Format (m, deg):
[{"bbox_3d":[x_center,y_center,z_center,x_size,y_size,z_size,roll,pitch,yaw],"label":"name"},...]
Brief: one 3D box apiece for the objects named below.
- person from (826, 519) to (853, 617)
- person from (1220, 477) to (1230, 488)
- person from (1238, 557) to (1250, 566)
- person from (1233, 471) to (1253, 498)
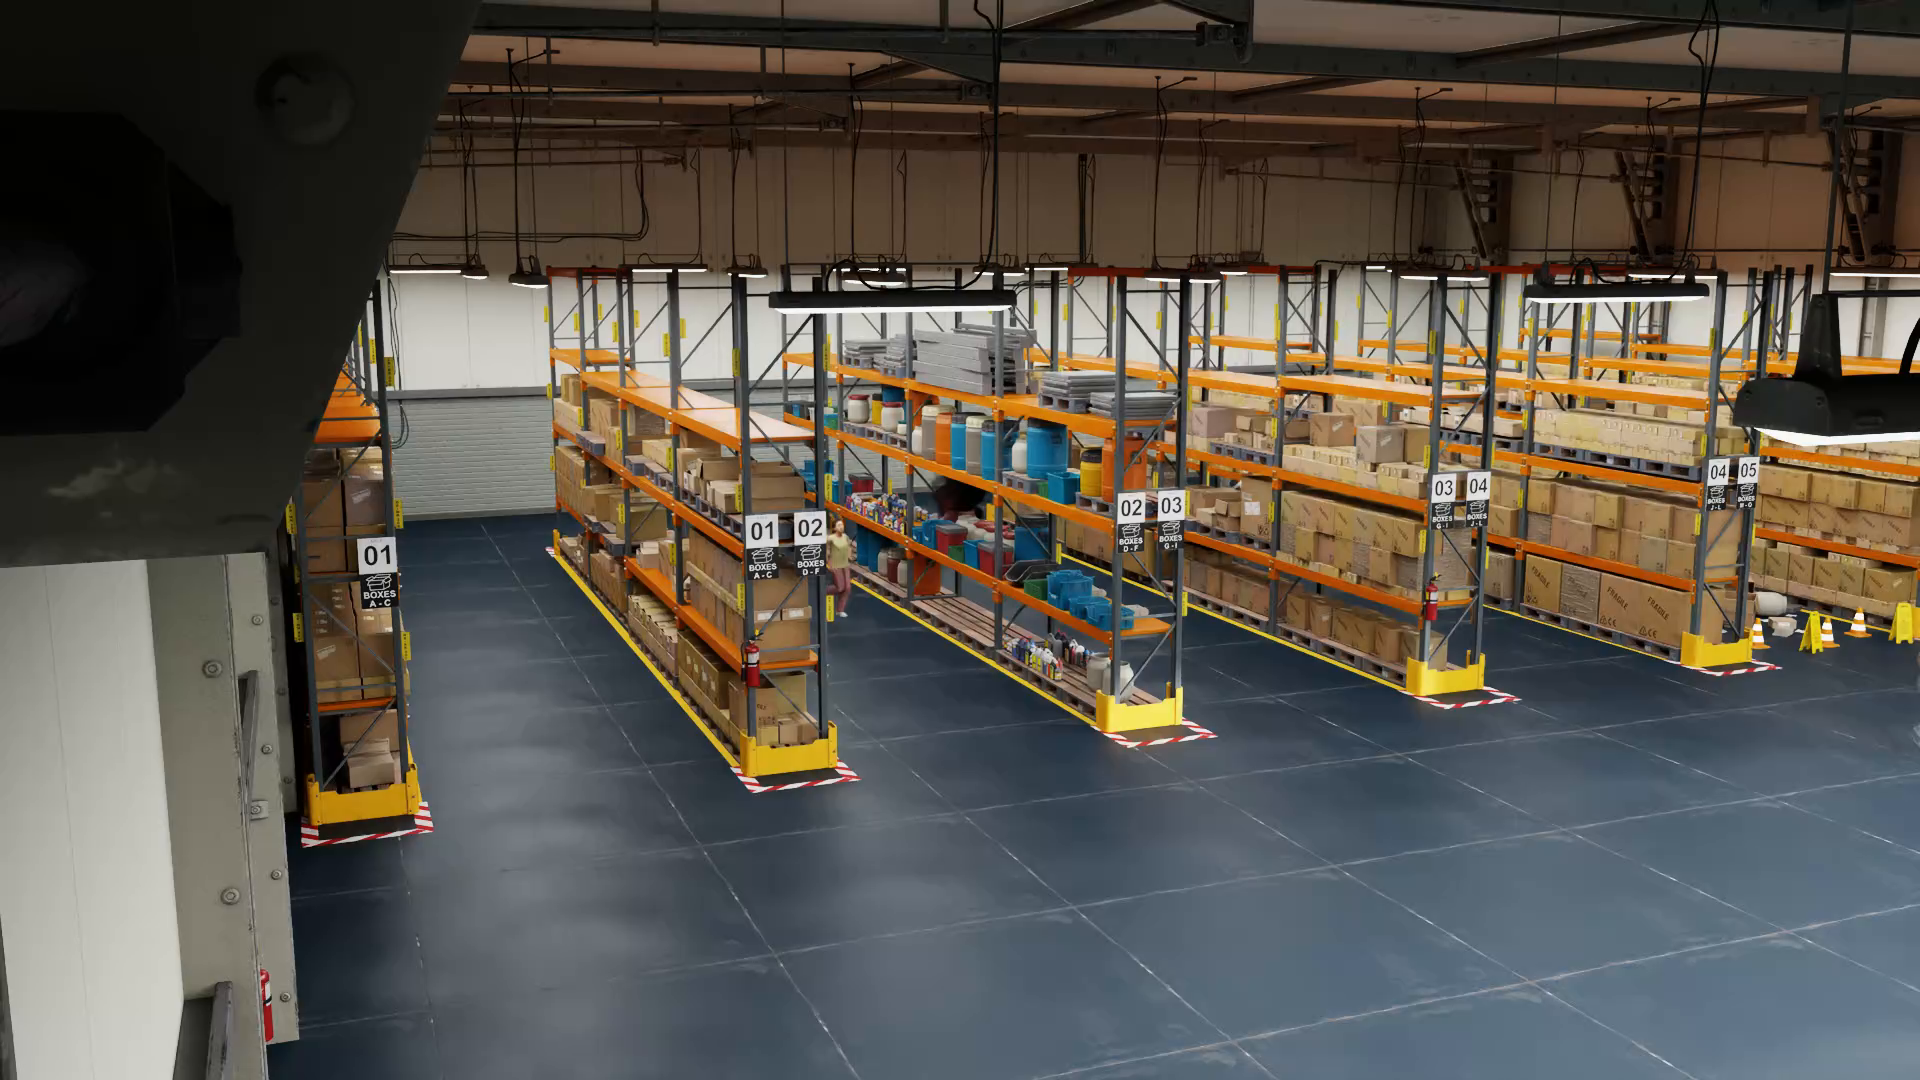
[{"bbox_3d":[-2.035,0.459,27.705,0.581,1.617,0.565,-7,12,-37],"label":"person"},{"bbox_3d":[6.574,-1.703,41.580,0.855,1.736,0.674,7,12,35],"label":"person"},{"bbox_3d":[5.860,-0.318,33.584,0.561,1.680,0.622,-7,12,-33],"label":"person"},{"bbox_3d":[6.117,-0.673,35.259,0.657,1.754,0.971,-4,11,-20],"label":"person"}]
